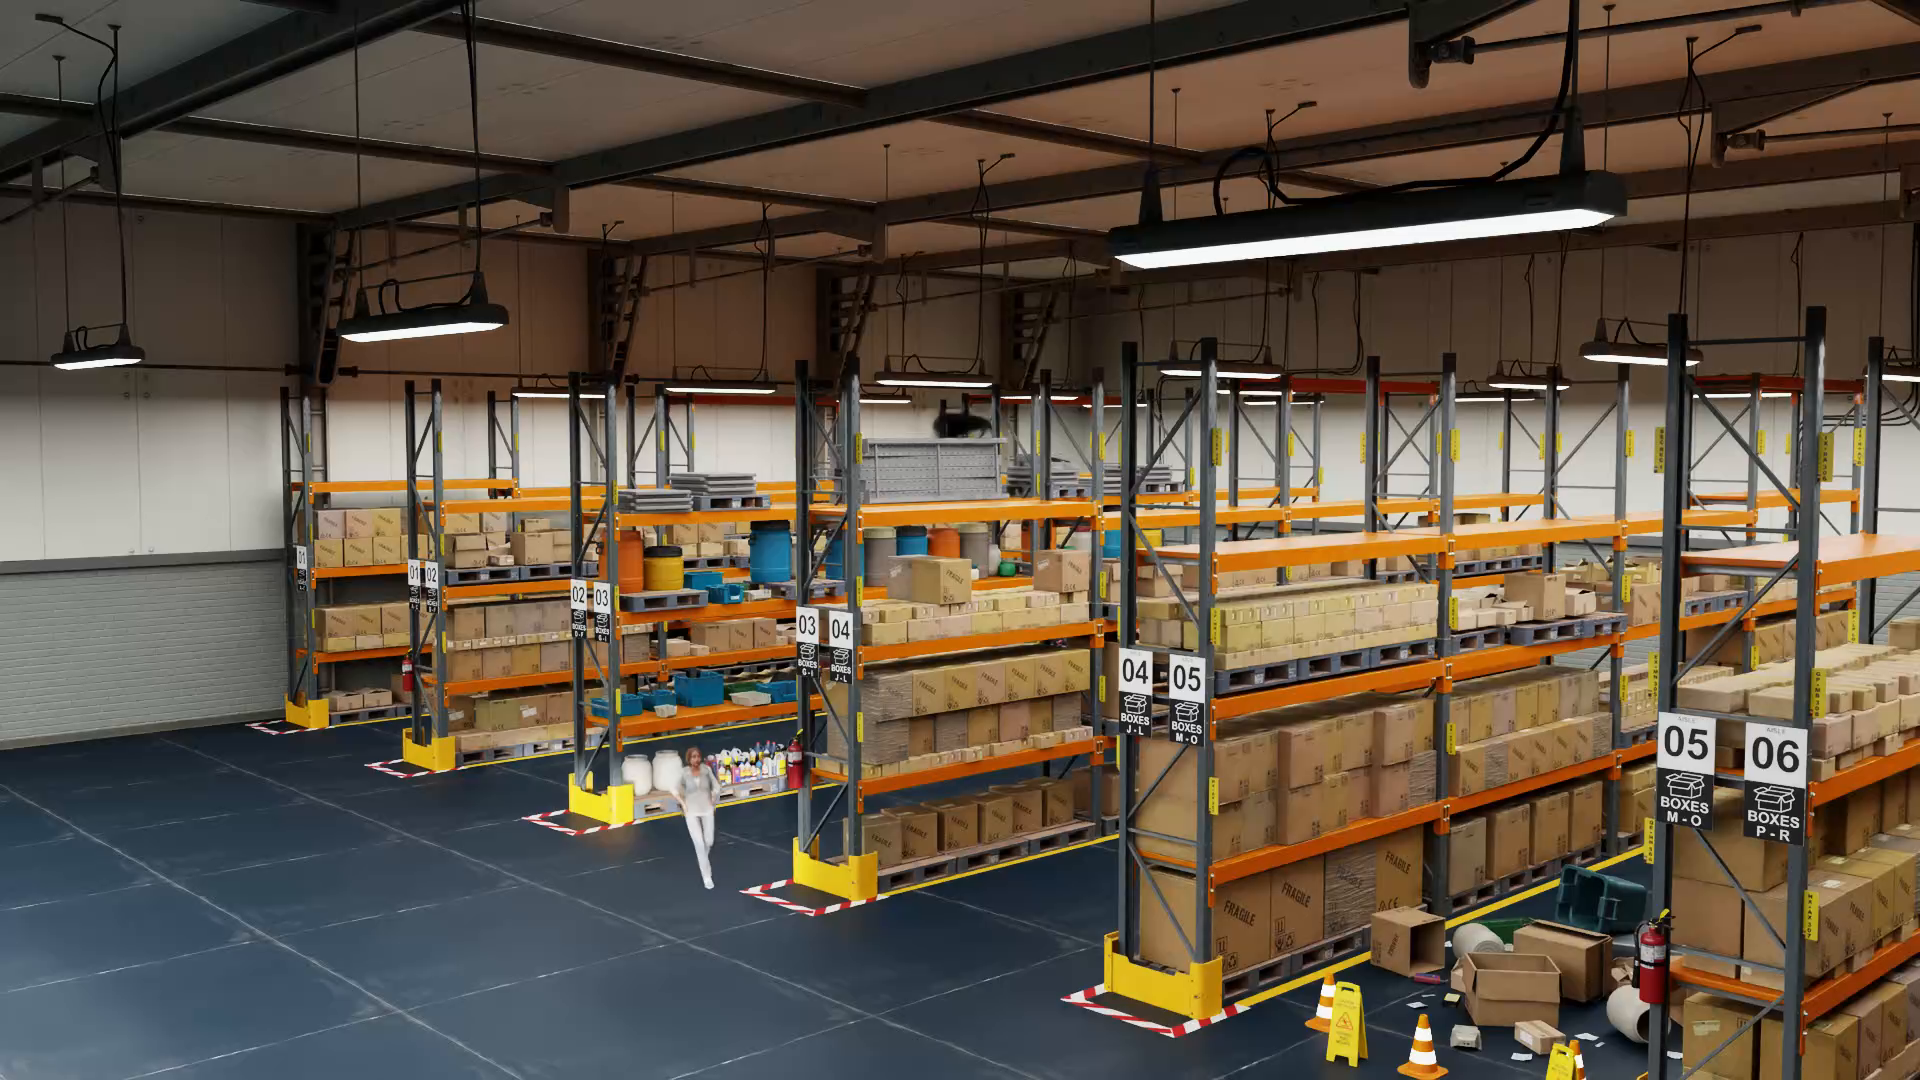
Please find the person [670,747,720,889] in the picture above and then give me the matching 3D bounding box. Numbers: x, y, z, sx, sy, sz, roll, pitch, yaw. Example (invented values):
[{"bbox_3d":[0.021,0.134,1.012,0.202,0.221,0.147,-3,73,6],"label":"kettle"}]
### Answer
[{"bbox_3d":[-3.047,3.160,19.171,0.549,1.592,0.752,-1,4,-21],"label":"person"}]
